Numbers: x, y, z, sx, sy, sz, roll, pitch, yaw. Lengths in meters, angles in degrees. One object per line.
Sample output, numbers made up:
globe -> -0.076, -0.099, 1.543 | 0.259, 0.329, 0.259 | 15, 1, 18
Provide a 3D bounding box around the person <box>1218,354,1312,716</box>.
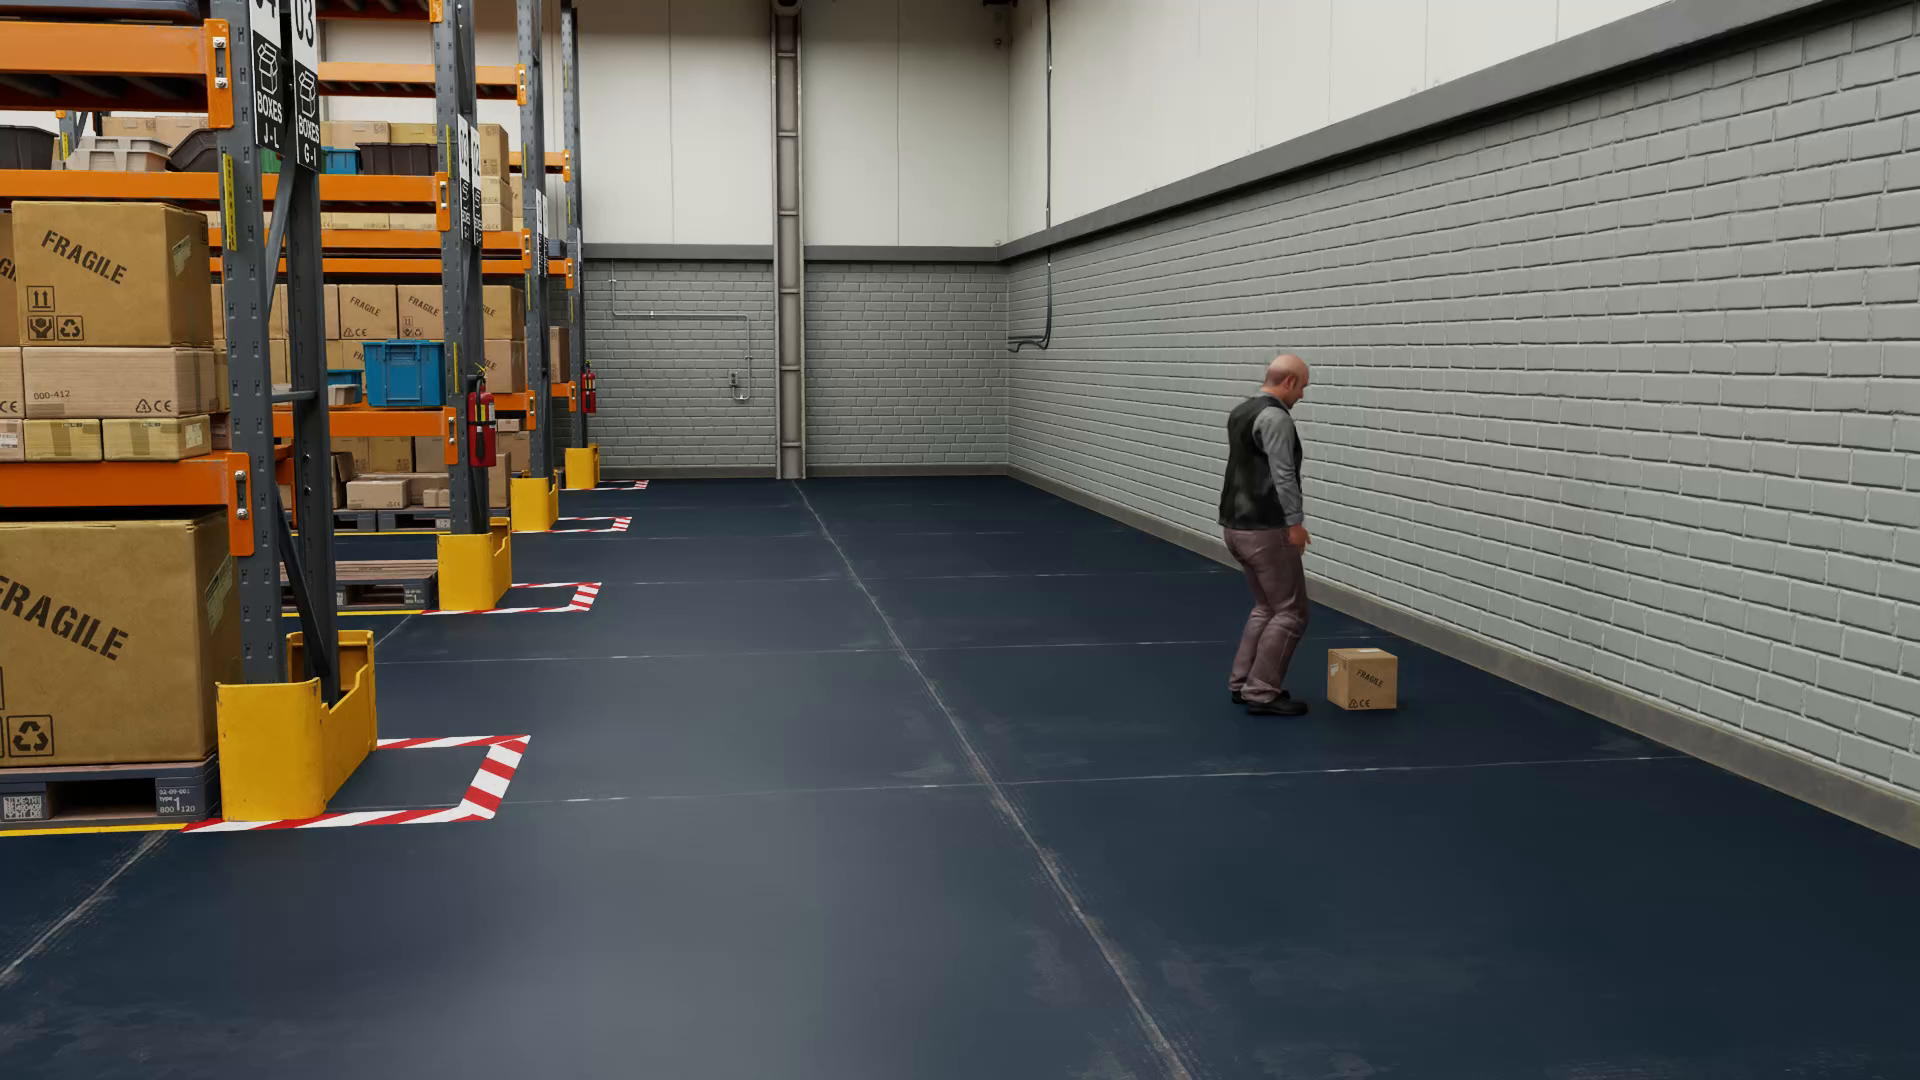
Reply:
person -> 1.443, -0.033, 7.863 | 0.416, 1.678, 0.556 | -1, 6, -7
